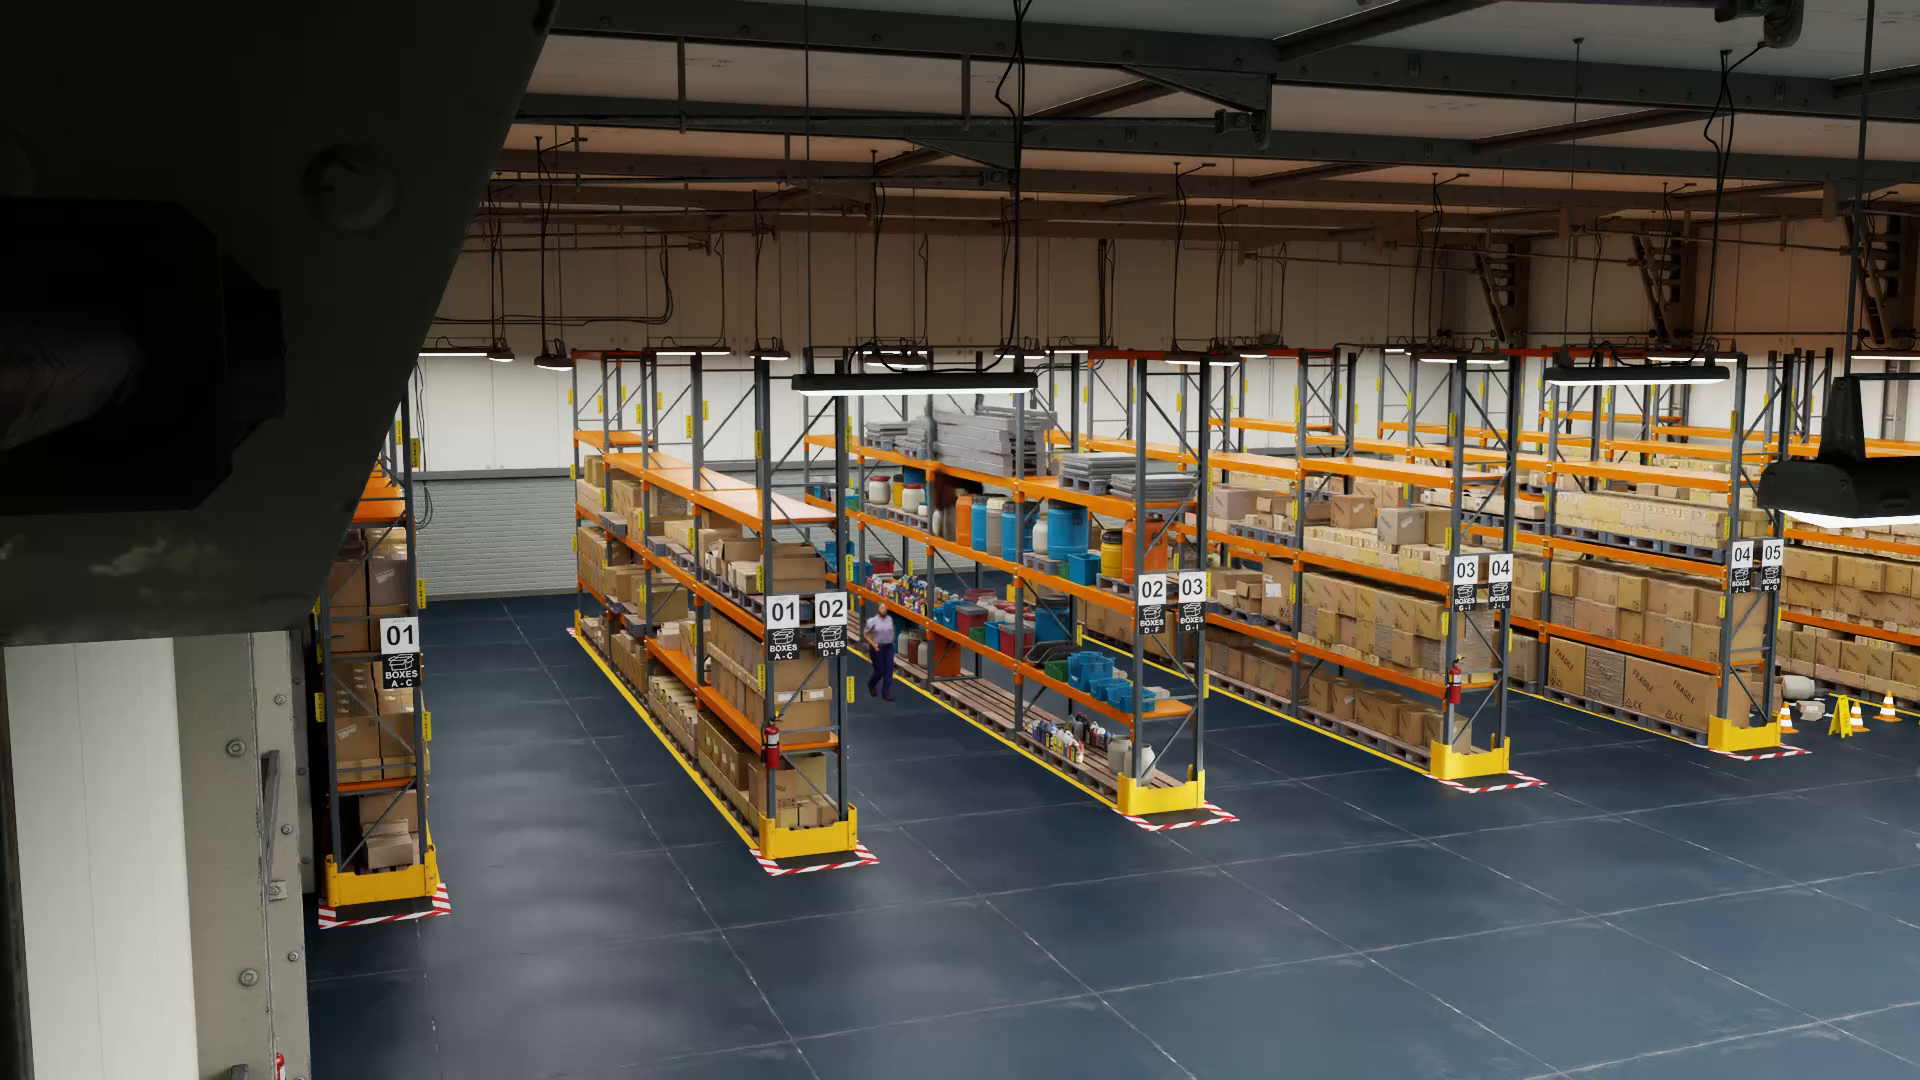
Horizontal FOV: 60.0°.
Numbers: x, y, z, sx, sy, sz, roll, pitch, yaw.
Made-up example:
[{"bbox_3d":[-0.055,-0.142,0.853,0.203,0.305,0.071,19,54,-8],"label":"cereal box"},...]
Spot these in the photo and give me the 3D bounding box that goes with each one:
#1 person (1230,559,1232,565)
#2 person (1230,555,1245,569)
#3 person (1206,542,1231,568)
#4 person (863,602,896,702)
[{"bbox_3d":[6.674,0.294,41.858,0.608,1.666,0.591,-2,7,-18],"label":"person"},{"bbox_3d":[6.804,0.261,41.781,0.894,1.740,0.723,4,8,32],"label":"person"},{"bbox_3d":[5.737,0.898,36.989,0.550,1.720,0.807,-3,8,-22],"label":"person"},{"bbox_3d":[-1.280,1.834,27.457,0.625,1.611,0.642,-4,8,-30],"label":"person"}]
